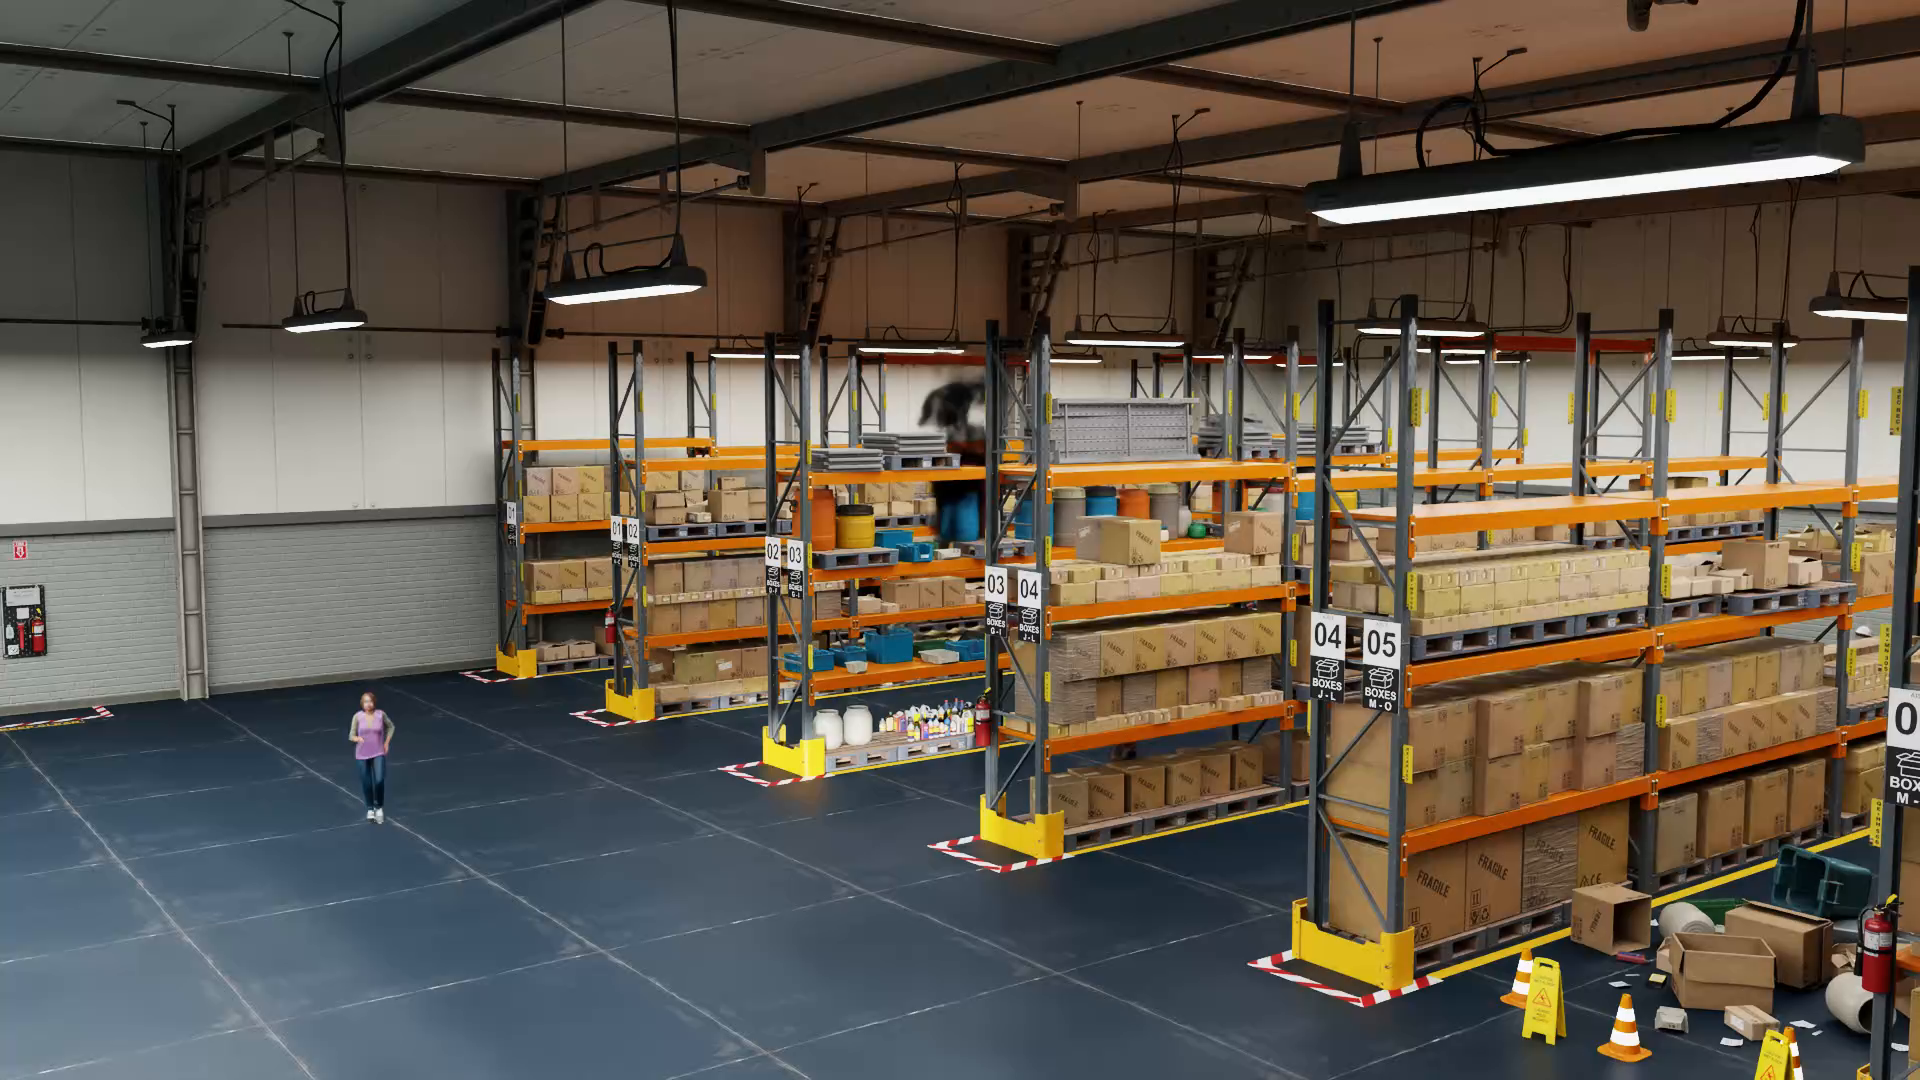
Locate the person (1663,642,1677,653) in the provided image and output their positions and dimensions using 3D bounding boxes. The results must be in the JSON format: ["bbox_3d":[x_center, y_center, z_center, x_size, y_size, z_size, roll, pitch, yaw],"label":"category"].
[{"bbox_3d":[10.040,2.210,23.651,0.933,1.747,0.712,-4,7,-40],"label":"person"}]

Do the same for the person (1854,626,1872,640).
[{"bbox_3d":[13.132,2.157,24.303,0.747,1.819,0.669,-4,7,-40],"label":"person"}]

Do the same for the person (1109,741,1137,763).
[{"bbox_3d":[2.070,2.123,21.710,0.717,1.822,0.623,-4,6,-39],"label":"person"}]

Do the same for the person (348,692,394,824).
[{"bbox_3d":[-7.056,2.621,19.951,0.516,1.593,0.614,-2,5,-17],"label":"person"}]

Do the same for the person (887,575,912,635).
[{"bbox_3d":[-1.115,1.489,32.520,0.761,1.731,0.539,-4,6,-38],"label":"person"}]
